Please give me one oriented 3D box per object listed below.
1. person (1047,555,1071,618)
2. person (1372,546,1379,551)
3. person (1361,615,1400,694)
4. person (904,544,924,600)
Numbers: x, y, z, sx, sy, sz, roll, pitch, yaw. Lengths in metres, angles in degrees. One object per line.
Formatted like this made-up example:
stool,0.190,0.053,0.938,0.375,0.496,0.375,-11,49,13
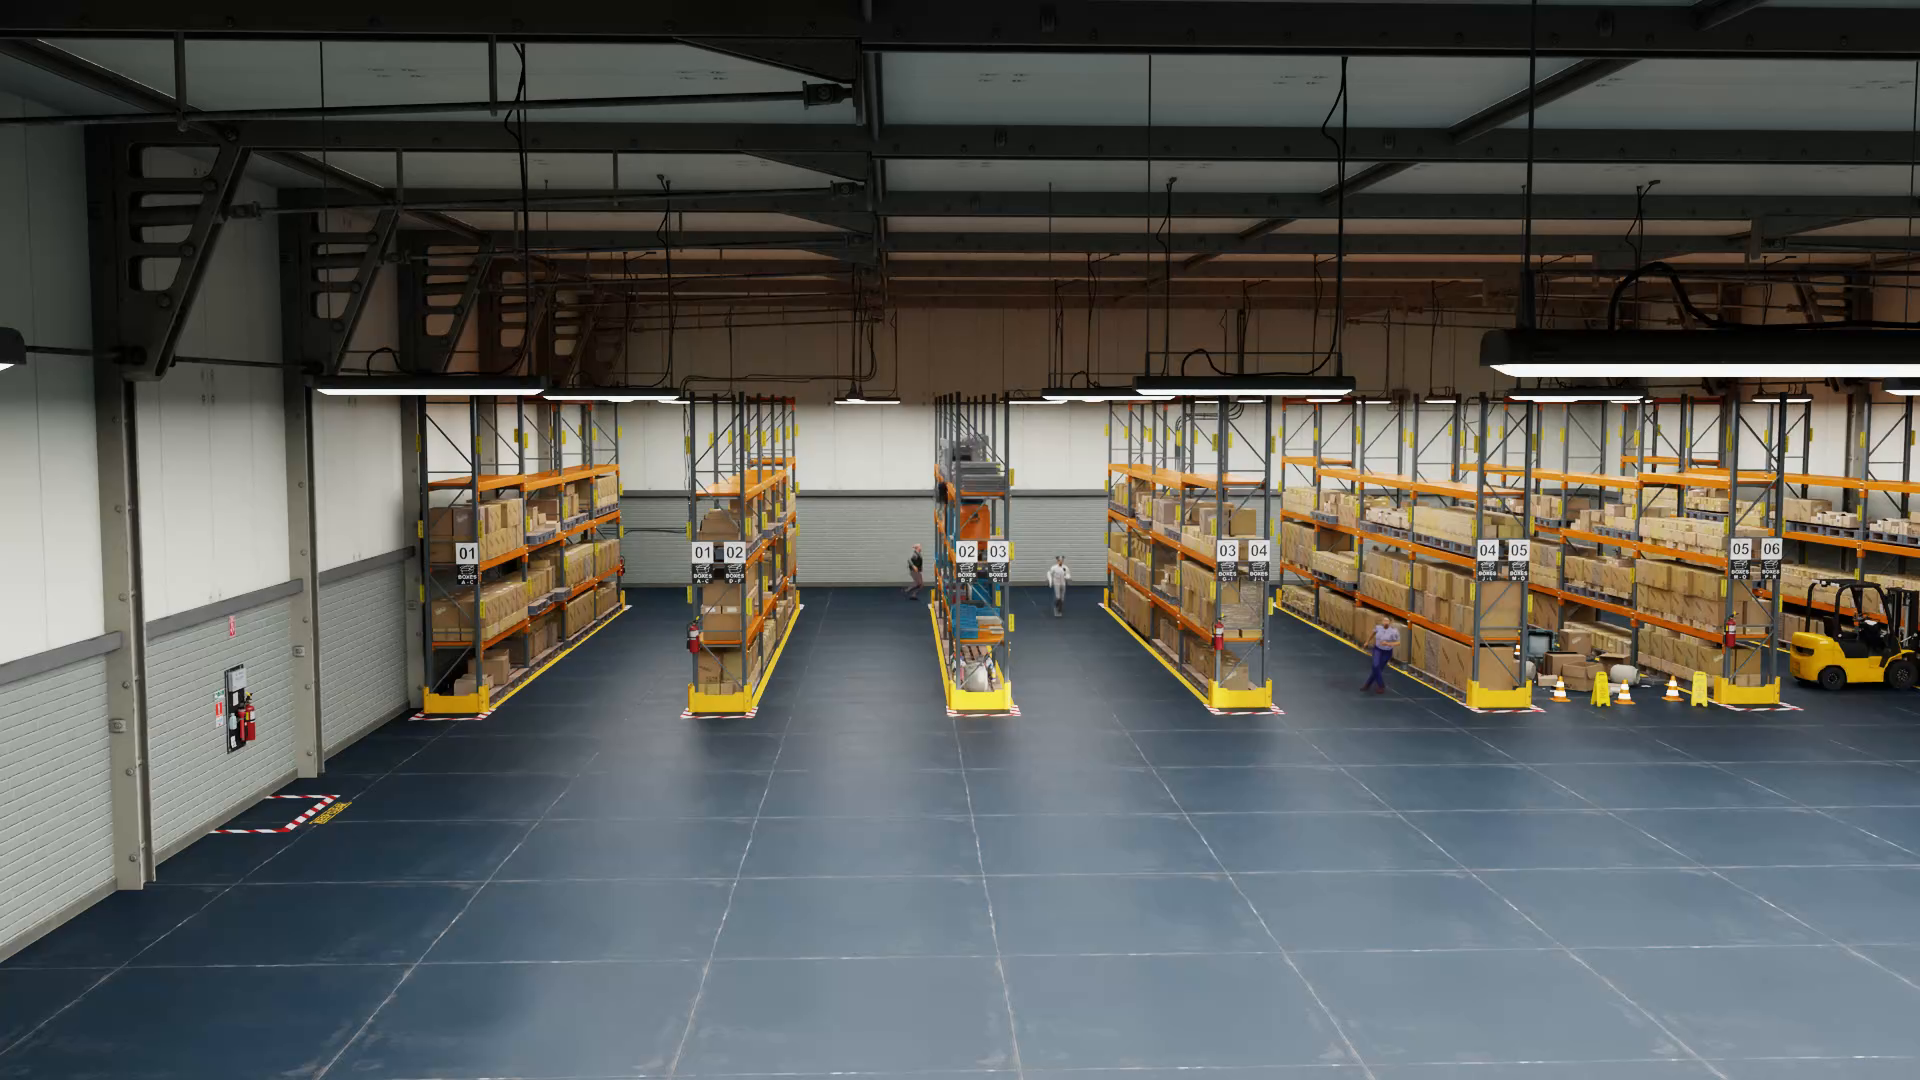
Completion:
person,2.713,1.266,45.186,0.573,1.713,0.686,-1,5,-12
person,12.906,0.909,51.051,0.772,1.494,0.559,-2,5,-20
person,8.419,2.263,33.278,0.738,1.562,0.641,1,5,14
person,-1.357,0.977,49.493,0.534,1.584,0.750,1,5,15
